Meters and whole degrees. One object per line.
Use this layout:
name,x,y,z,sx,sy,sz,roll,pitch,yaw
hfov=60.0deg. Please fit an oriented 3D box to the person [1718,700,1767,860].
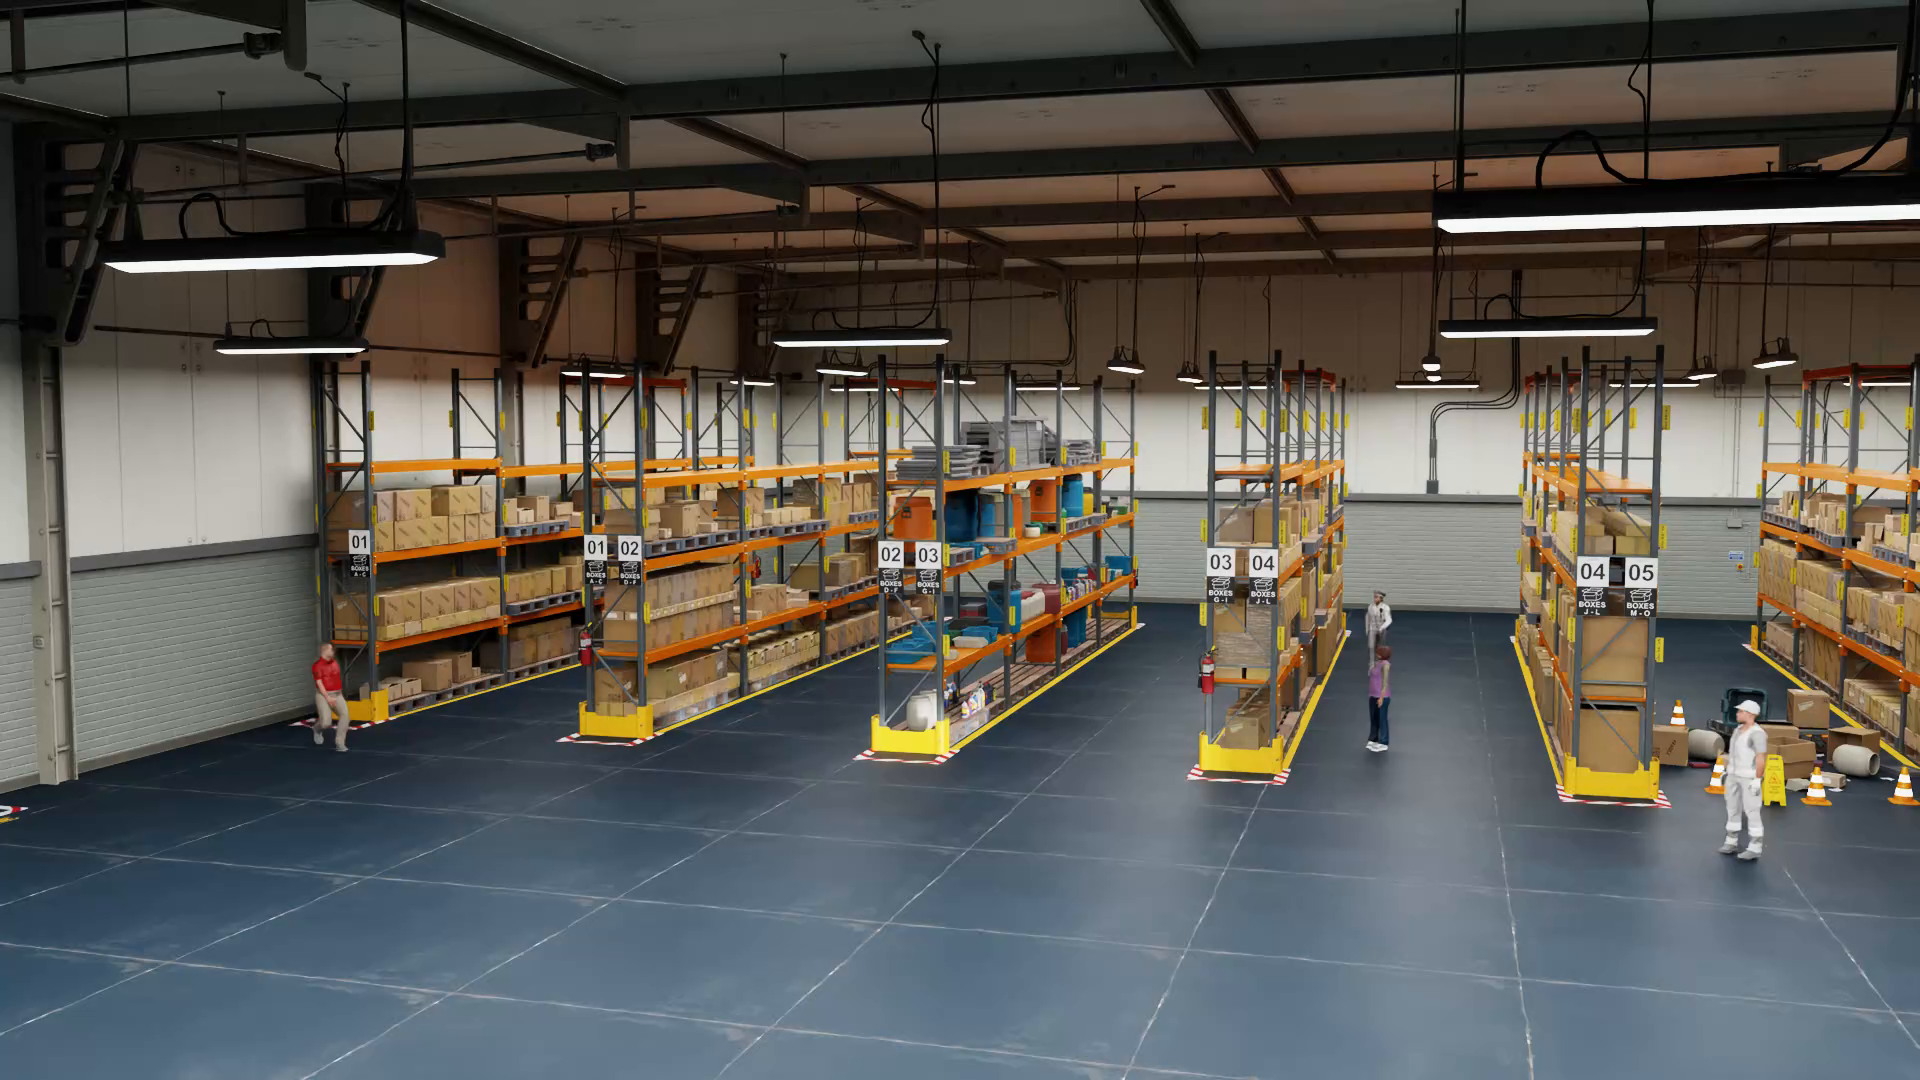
person,8.992,2.732,19.110,0.410,1.795,0.602,-2,4,-22

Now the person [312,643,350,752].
person,-9.573,2.387,25.393,0.830,1.611,0.571,3,5,36

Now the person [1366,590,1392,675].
person,8.341,1.822,33.142,0.501,1.672,0.958,1,4,15

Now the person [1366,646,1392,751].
person,6.387,2.399,25.330,0.343,1.600,0.432,-2,4,-24
